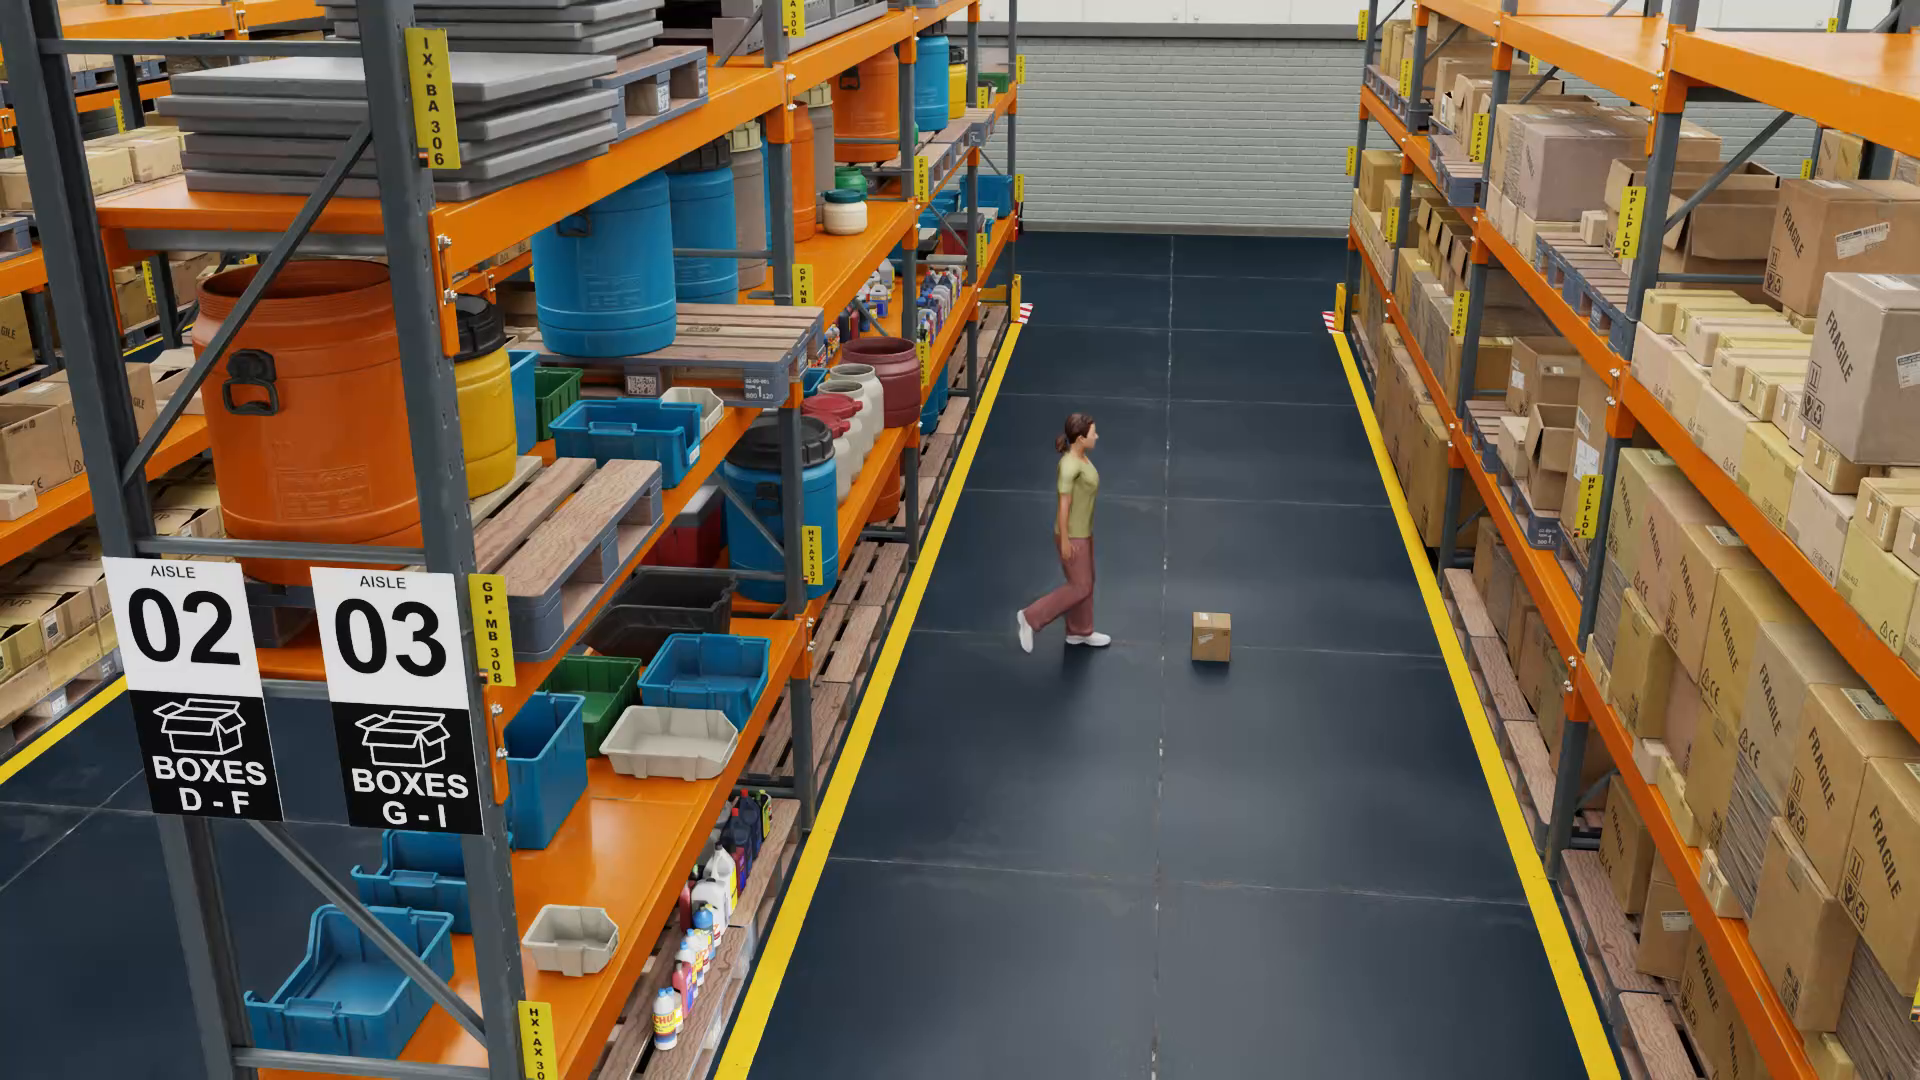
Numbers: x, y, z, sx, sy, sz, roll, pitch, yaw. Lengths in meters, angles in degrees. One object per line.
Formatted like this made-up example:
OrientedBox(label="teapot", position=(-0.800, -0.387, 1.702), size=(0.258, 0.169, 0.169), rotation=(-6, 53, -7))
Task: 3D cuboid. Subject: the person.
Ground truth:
OrientedBox(label="person", position=(0.716, -0.038, 11.151), size=(0.614, 1.670, 0.526), rotation=(5, 22, 12))
